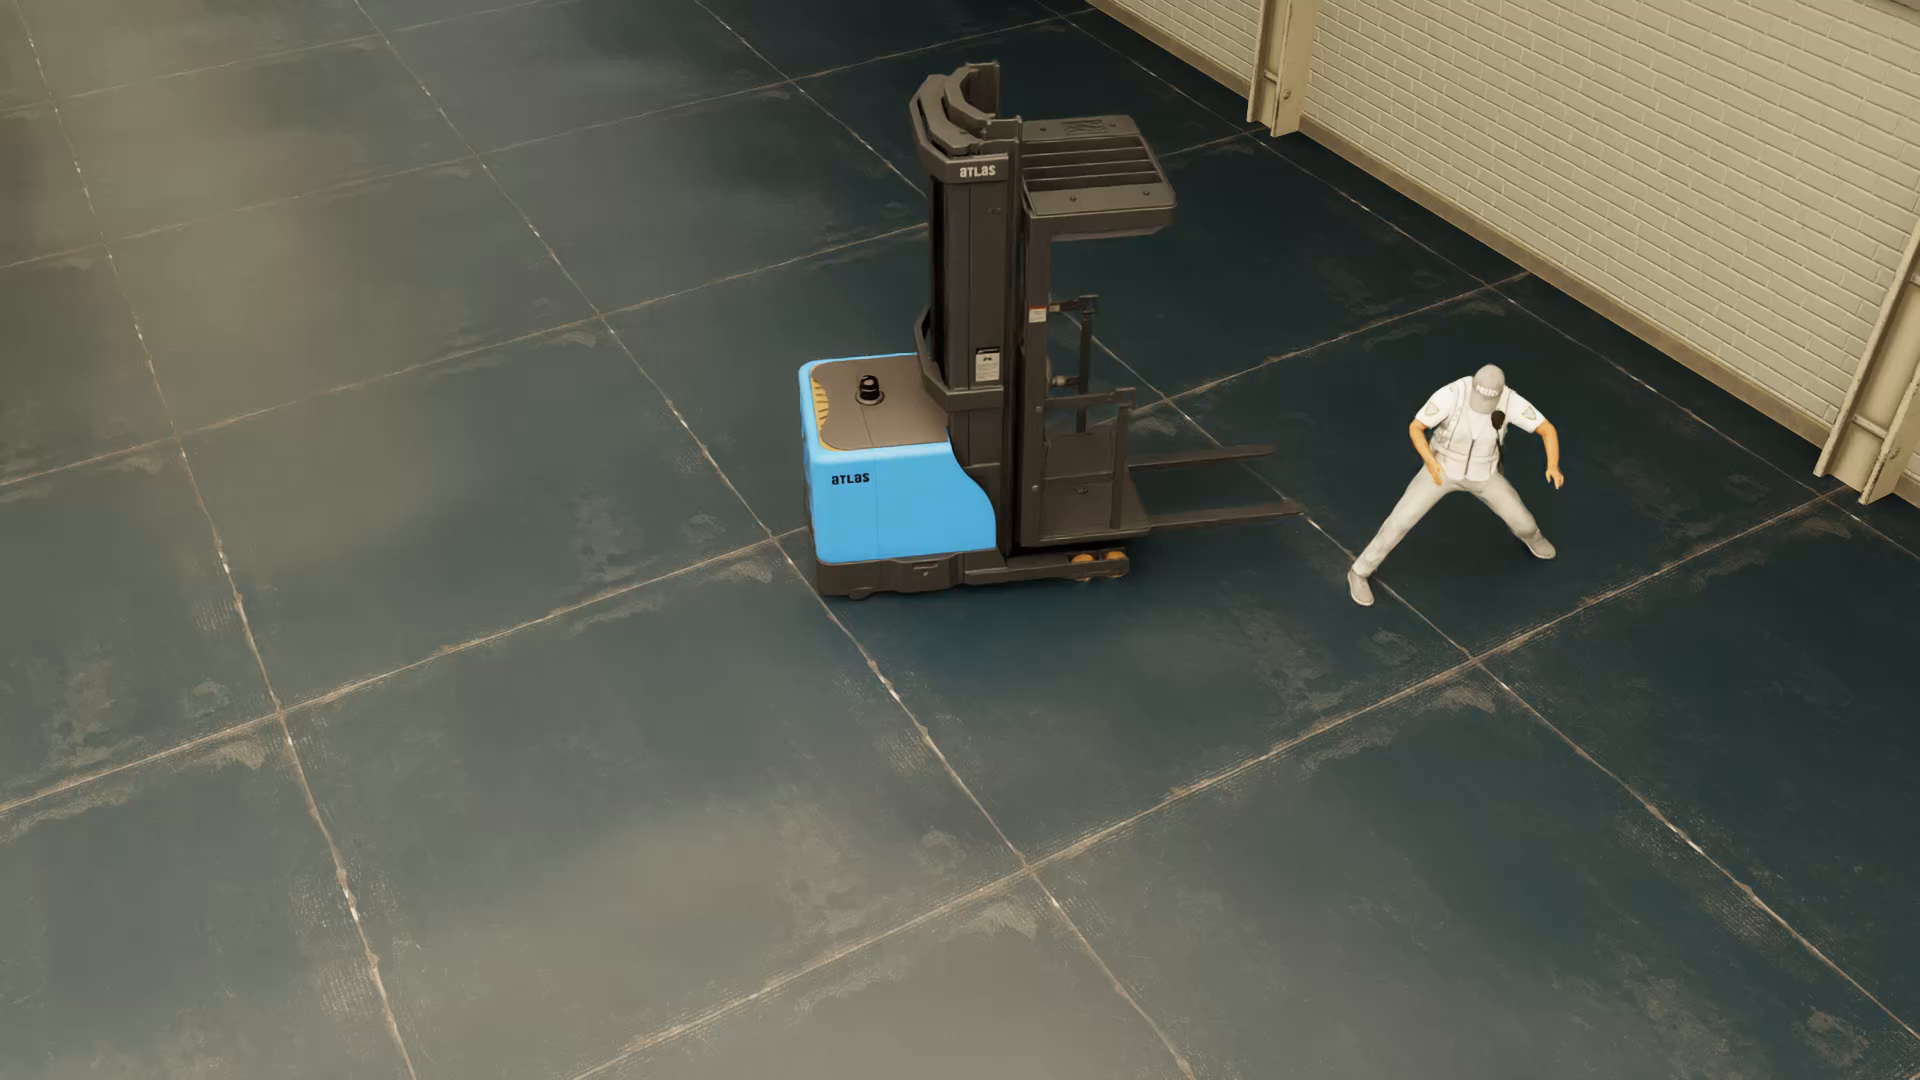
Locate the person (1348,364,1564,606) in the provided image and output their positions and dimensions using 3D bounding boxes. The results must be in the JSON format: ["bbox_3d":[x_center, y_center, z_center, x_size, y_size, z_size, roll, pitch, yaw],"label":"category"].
[{"bbox_3d":[2.983,-0.358,9.623,1.253,1.455,0.819,6,40,7],"label":"person"}]

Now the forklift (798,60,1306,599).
[{"bbox_3d":[0.581,-1.209,9.494,3.031,2.935,1.130,-6,40,-7],"label":"forklift"}]
